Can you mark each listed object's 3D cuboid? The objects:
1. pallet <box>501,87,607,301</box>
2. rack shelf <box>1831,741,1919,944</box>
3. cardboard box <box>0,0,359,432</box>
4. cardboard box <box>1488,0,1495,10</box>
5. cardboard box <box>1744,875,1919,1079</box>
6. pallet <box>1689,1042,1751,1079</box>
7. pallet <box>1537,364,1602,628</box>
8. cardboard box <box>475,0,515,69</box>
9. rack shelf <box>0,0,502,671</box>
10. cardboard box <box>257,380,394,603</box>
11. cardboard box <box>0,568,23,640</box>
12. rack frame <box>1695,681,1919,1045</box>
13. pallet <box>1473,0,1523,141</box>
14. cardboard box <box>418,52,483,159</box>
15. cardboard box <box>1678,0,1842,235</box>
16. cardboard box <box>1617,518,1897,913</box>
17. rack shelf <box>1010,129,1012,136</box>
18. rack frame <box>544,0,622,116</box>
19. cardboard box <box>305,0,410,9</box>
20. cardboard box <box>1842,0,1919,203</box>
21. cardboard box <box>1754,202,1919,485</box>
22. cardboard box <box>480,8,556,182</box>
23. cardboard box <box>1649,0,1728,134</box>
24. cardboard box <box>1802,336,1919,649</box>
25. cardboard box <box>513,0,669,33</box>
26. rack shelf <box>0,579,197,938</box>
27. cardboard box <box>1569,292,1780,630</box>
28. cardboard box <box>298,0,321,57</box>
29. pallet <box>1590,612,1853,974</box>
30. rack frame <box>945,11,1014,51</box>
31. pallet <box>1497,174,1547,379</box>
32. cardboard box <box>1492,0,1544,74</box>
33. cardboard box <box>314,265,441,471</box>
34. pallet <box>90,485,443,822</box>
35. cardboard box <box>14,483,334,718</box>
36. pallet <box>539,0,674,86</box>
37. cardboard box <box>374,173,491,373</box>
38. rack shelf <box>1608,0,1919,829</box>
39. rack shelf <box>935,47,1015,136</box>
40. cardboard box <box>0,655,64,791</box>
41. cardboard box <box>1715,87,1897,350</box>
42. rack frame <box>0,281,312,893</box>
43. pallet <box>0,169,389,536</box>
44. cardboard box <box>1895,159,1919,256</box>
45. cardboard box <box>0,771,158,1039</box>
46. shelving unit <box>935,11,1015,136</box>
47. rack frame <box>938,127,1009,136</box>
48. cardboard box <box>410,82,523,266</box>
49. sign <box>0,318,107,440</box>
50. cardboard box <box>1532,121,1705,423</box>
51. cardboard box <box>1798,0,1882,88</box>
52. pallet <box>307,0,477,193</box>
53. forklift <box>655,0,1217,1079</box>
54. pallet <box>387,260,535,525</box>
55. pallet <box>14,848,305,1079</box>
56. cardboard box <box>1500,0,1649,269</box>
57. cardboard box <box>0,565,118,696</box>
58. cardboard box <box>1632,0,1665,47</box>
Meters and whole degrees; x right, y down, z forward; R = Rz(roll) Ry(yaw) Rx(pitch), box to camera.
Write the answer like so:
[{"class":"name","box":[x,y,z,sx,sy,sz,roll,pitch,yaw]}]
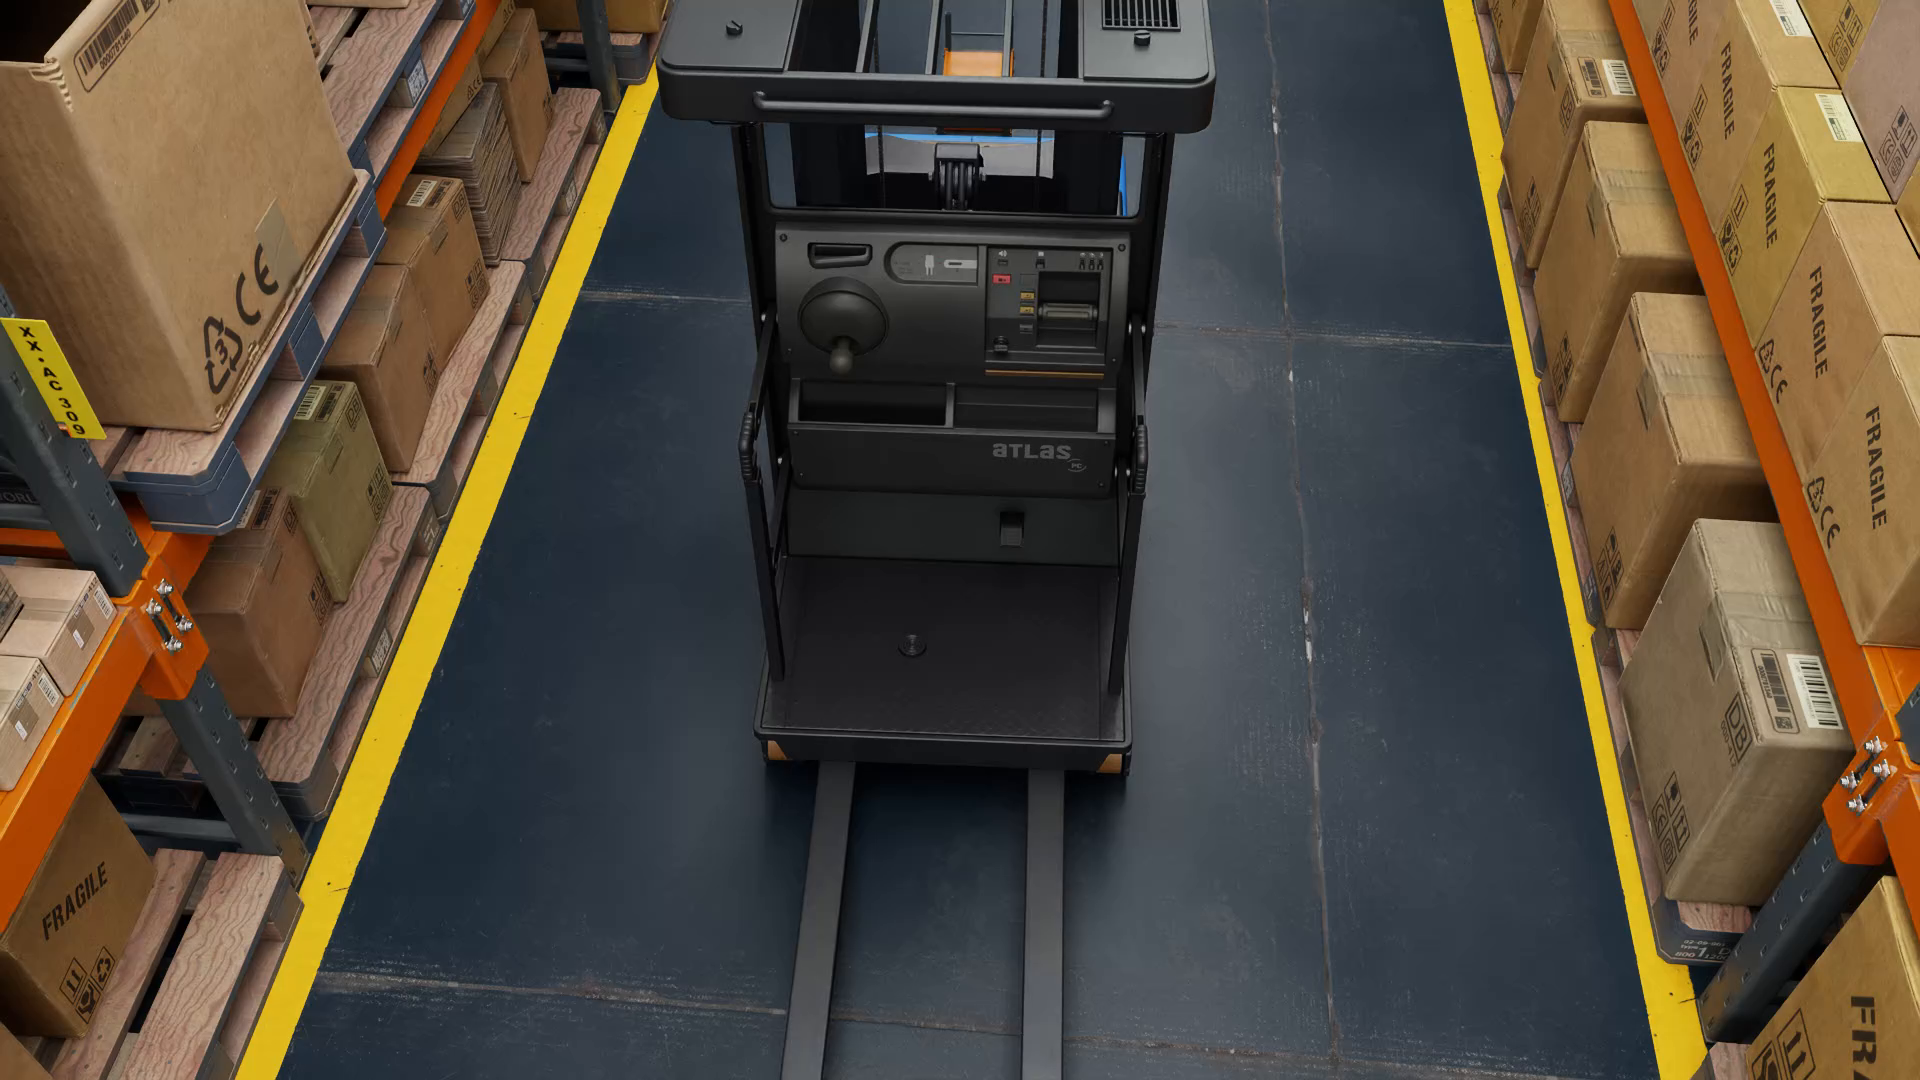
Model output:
[{"class":"pallet","box":[-2.119,-1.492,6.971,1.003,0.211,1.213,4,48,4]},{"class":"rack shelf","box":[2.337,2.053,2.327,1.077,0.370,4.000,4,48,4]},{"class":"cardboard box","box":[-2.199,-0.986,3.928,1.000,1.000,1.000,4,48,4]},{"class":"cardboard box","box":[2.734,-2.780,7.669,0.500,0.500,0.500,6,48,5]},{"class":"cardboard box","box":[2.392,1.373,3.617,0.875,0.875,0.875,5,48,4]},{"class":"pallet","box":[2.372,1.835,3.929,1.003,0.211,1.213,4,48,4]},{"class":"pallet","box":[2.623,-0.190,5.780,1.003,0.211,1.213,4,48,4]},{"class":"cardboard box","box":[-2.078,-2.071,6.499,0.500,0.250,0.500,6,48,5]},{"class":"rack shelf","box":[-2.229,-1.295,5.389,1.077,0.370,4.000,4,48,4]},{"class":"cardboard box","box":[-2.272,-0.171,5.270,0.700,0.500,0.500,4,48,3]},{"class":"cardboard box","box":[-2.514,0.125,3.334,0.875,0.500,0.500,4,48,4]},{"class":"rack frame","box":[2.519,0.340,3.406,1.000,3.000,0.127,4,48,4]},{"class":"pallet","box":[2.956,-2.232,7.649,1.003,0.211,1.213,4,48,4]},{"class":"cardboard box","box":[-2.116,-1.680,6.142,0.500,0.250,0.500,9,48,8]},{"class":"cardboard box","box":[2.436,-1.211,4.757,0.500,0.500,0.500,3,48,3]},{"class":"cardboard box","box":[2.486,0.496,4.504,1.050,0.750,0.750,4,48,3]},{"class":"rack shelf","box":[0.057,-1.362,5.971,0.258,0.148,0.480,2,48,2]},{"class":"rack frame","box":[-2.047,-3.007,6.467,1.000,3.000,0.127,4,48,4]},{"class":"cardboard box","box":[-1.930,-1.860,5.225,0.396,0.266,0.258,3,48,2]},{"class":"cardboard box","box":[2.650,-1.146,4.020,0.700,0.500,0.500,4,48,4]},{"class":"cardboard box","box":[2.346,-0.466,4.076,0.500,0.500,0.500,3,48,3]},{"class":"cardboard box","box":[-2.088,-1.818,6.776,0.700,0.500,0.500,2,48,1]},{"class":"cardboard box","box":[2.484,-1.577,5.092,0.500,0.500,0.500,4,48,3]},{"class":"cardboard box","box":[2.300,-0.095,3.736,0.500,0.500,0.500,4,48,3]},{"class":"cardboard box","box":[-1.963,-2.937,7.559,1.225,0.875,0.875,2,48,2]},{"class":"rack shelf","box":[-2.594,1.645,2.700,1.077,0.370,4.000,4,48,4]},{"class":"cardboard box","box":[2.578,-0.213,5.152,1.050,0.750,0.750,4,48,4]},{"class":"cardboard box","box":[-2.345,-1.524,4.757,0.797,0.503,0.637,8,48,8]},{"class":"pallet","box":[2.514,0.709,4.958,1.003,0.211,1.213,4,48,4]},{"class":"rack frame","box":[0.069,-1.436,6.251,0.240,1.200,0.015,2,48,2]},{"class":"pallet","box":[2.736,-1.084,6.598,1.003,0.211,1.213,4,48,4]},{"class":"cardboard box","box":[2.683,-2.398,7.320,0.500,0.500,0.500,4,48,3]},{"class":"cardboard box","box":[-2.221,-0.583,5.646,0.700,0.500,0.500,0,48,0]},{"class":"pallet","box":[-2.342,0.301,5.331,1.003,0.211,1.213,4,48,4]},{"class":"cardboard box","box":[-2.334,0.178,4.950,0.700,0.500,0.500,1,48,1]},{"class":"pallet","box":[-1.900,-2.640,8.022,1.003,0.211,1.213,4,48,4]},{"class":"cardboard box","box":[-2.171,-0.993,6.021,0.700,0.500,0.500,7,48,7]},{"class":"rack shelf","box":[2.701,-0.887,5.016,1.077,0.370,4.000,4,48,4]},{"class":"rack shelf","box":[0.057,-1.522,5.796,0.258,0.148,0.480,2,48,2]},{"class":"cardboard box","box":[-2.170,0.378,3.542,0.380,0.149,0.250,4,48,4]},{"class":"cardboard box","box":[2.392,-0.838,4.416,0.500,0.500,0.500,4,48,4]},{"class":"rack frame","box":[-2.411,-0.068,3.779,1.000,3.000,0.127,4,48,4]},{"class":"pallet","box":[-2.197,-0.555,4.355,1.003,0.211,1.213,4,48,4]},{"class":"cardboard box","box":[2.603,-0.774,3.680,0.700,0.500,0.500,3,48,3]},{"class":"cardboard box","box":[-2.488,0.925,4.280,0.500,0.500,0.500,3,48,2]},{"class":"shelving unit","box":[0.057,-1.256,6.086,0.258,1.200,0.503,2,48,2]},{"class":"rack frame","box":[0.045,-1.077,5.922,0.240,1.200,0.015,2,48,2]},{"class":"cardboard box","box":[-2.126,-1.410,6.402,0.700,0.500,0.500,0,48,0]},{"class":"sign","box":[-1.870,-0.329,3.431,0.100,0.325,0.005,4,48,4]},{"class":"cardboard box","box":[2.662,-0.898,5.778,1.050,0.750,0.750,5,48,4]},{"class":"cardboard box","box":[2.697,-1.517,4.359,0.700,0.500,0.500,3,48,3]},{"class":"pallet","box":[-2.186,-1.485,5.205,1.003,0.211,1.213,4,48,4]},{"class":"forklift","box":[-0.030,-0.529,4.247,1.130,2.935,3.031,2,48,2]},{"class":"pallet","box":[-2.233,-0.598,6.154,1.003,0.211,1.213,4,48,4]},{"class":"pallet","box":[-2.437,1.369,4.355,1.003,0.211,1.213,4,48,4]},{"class":"cardboard box","box":[2.738,-1.540,6.366,1.050,0.750,0.750,3,48,3]},{"class":"cardboard box","box":[-2.138,0.195,3.709,0.380,0.149,0.250,4,48,4]},{"class":"cardboard box","box":[2.530,-1.947,5.431,0.500,0.500,0.500,3,48,3]}]
